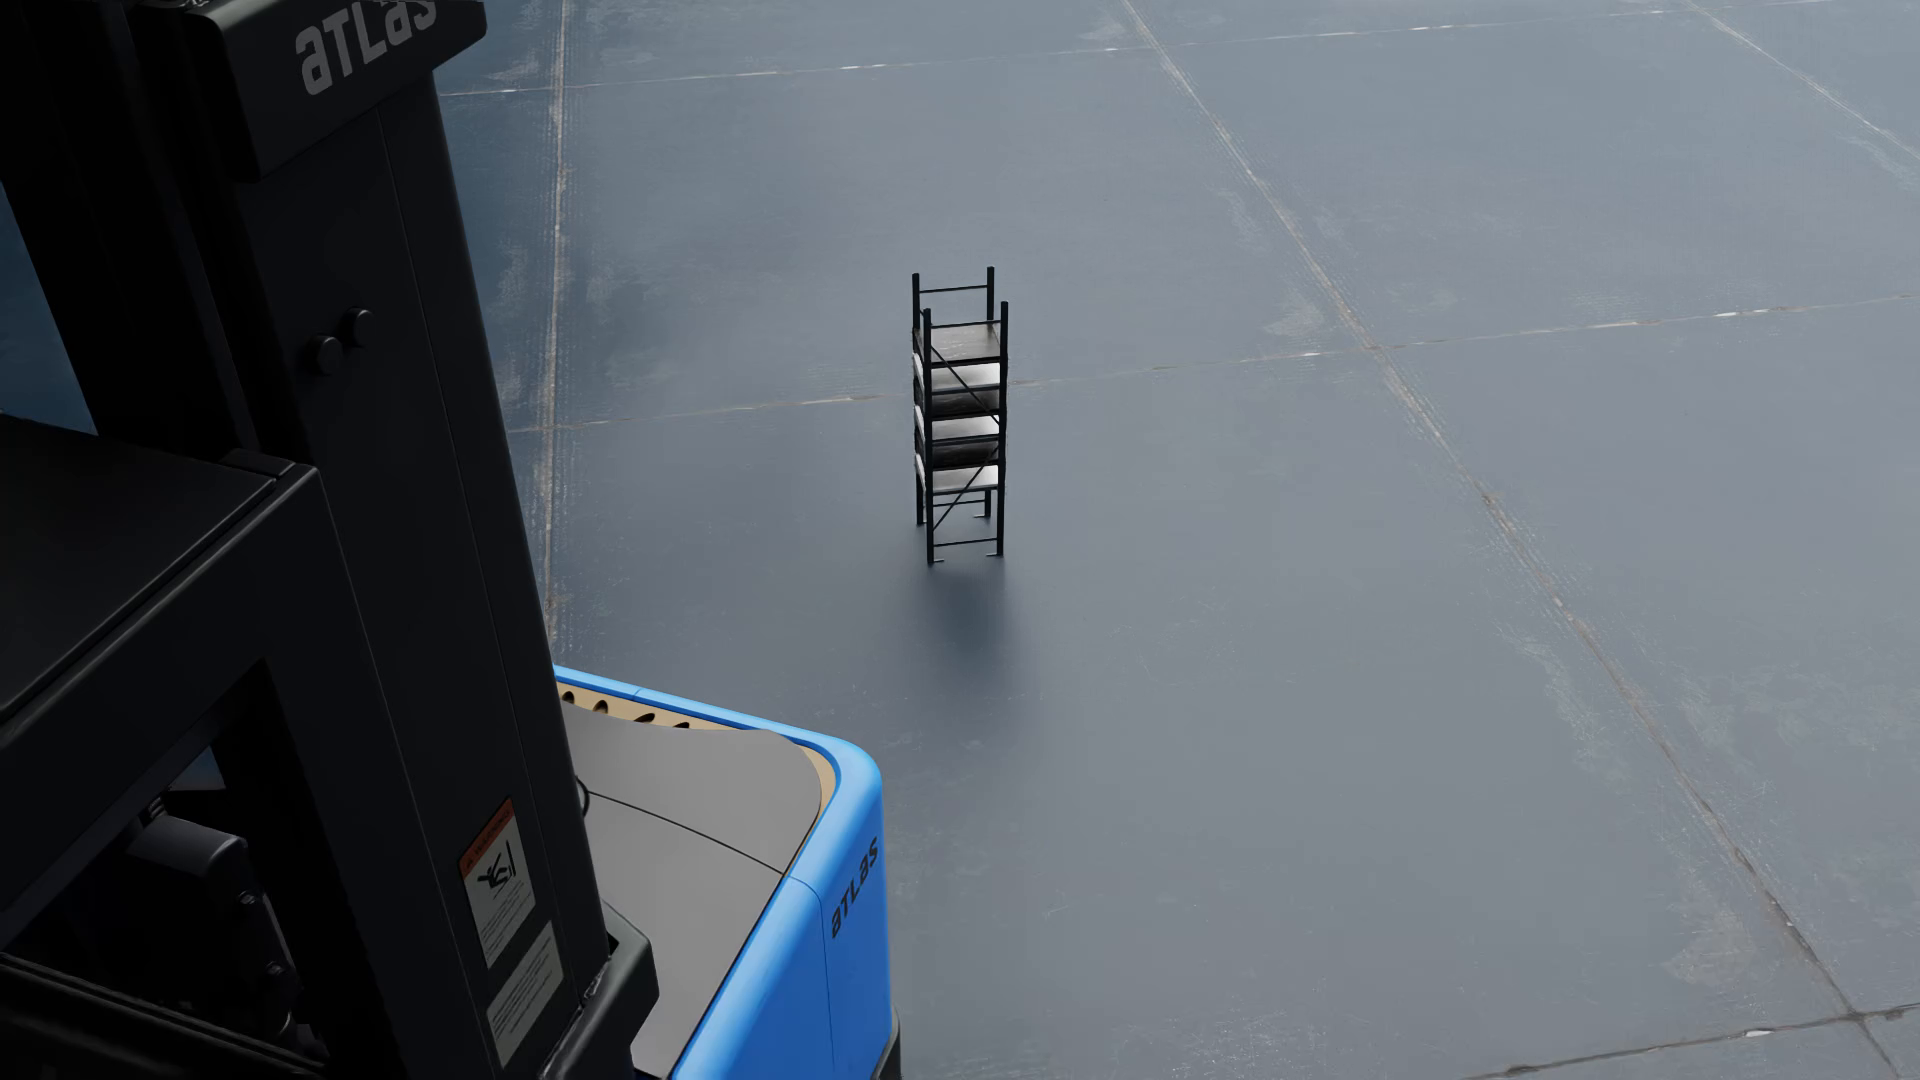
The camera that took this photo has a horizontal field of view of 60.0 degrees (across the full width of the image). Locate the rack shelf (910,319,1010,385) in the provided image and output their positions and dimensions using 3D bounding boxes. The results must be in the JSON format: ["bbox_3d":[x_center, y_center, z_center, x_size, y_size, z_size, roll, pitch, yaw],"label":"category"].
[{"bbox_3d":[-0.001,-0.547,4.835,0.258,0.077,0.200,-6,38,-8],"label":"rack shelf"}]

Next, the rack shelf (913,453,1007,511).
[{"bbox_3d":[-0.001,-0.192,5.111,0.258,0.077,0.200,-6,38,-8],"label":"rack shelf"}]

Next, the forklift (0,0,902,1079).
[{"bbox_3d":[-1.100,0.820,1.806,1.130,2.935,3.031,12,40,15],"label":"forklift"}]

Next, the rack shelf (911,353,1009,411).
[{"bbox_3d":[-0.001,-0.476,4.890,0.258,0.077,0.200,-6,38,-8],"label":"rack shelf"}]

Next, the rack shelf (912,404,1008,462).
[{"bbox_3d":[-0.001,-0.334,5.001,0.258,0.077,0.200,-6,38,-8],"label":"rack shelf"}]

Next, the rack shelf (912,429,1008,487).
[{"bbox_3d":[-0.001,-0.263,5.056,0.258,0.077,0.200,-6,38,-8],"label":"rack shelf"}]

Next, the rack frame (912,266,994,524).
[{"bbox_3d":[-0.019,-0.422,5.059,0.240,0.900,0.006,-6,38,-8],"label":"rack frame"}]

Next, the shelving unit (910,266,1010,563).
[{"bbox_3d":[-0.001,-0.360,4.980,0.258,0.900,0.210,-6,38,-8],"label":"shelving unit"}]

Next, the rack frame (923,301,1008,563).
[{"bbox_3d":[0.016,-0.299,4.901,0.240,0.900,0.006,-6,38,-8],"label":"rack frame"}]

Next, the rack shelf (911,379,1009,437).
[{"bbox_3d":[-0.001,-0.405,4.945,0.258,0.077,0.200,-6,38,-8],"label":"rack shelf"}]
